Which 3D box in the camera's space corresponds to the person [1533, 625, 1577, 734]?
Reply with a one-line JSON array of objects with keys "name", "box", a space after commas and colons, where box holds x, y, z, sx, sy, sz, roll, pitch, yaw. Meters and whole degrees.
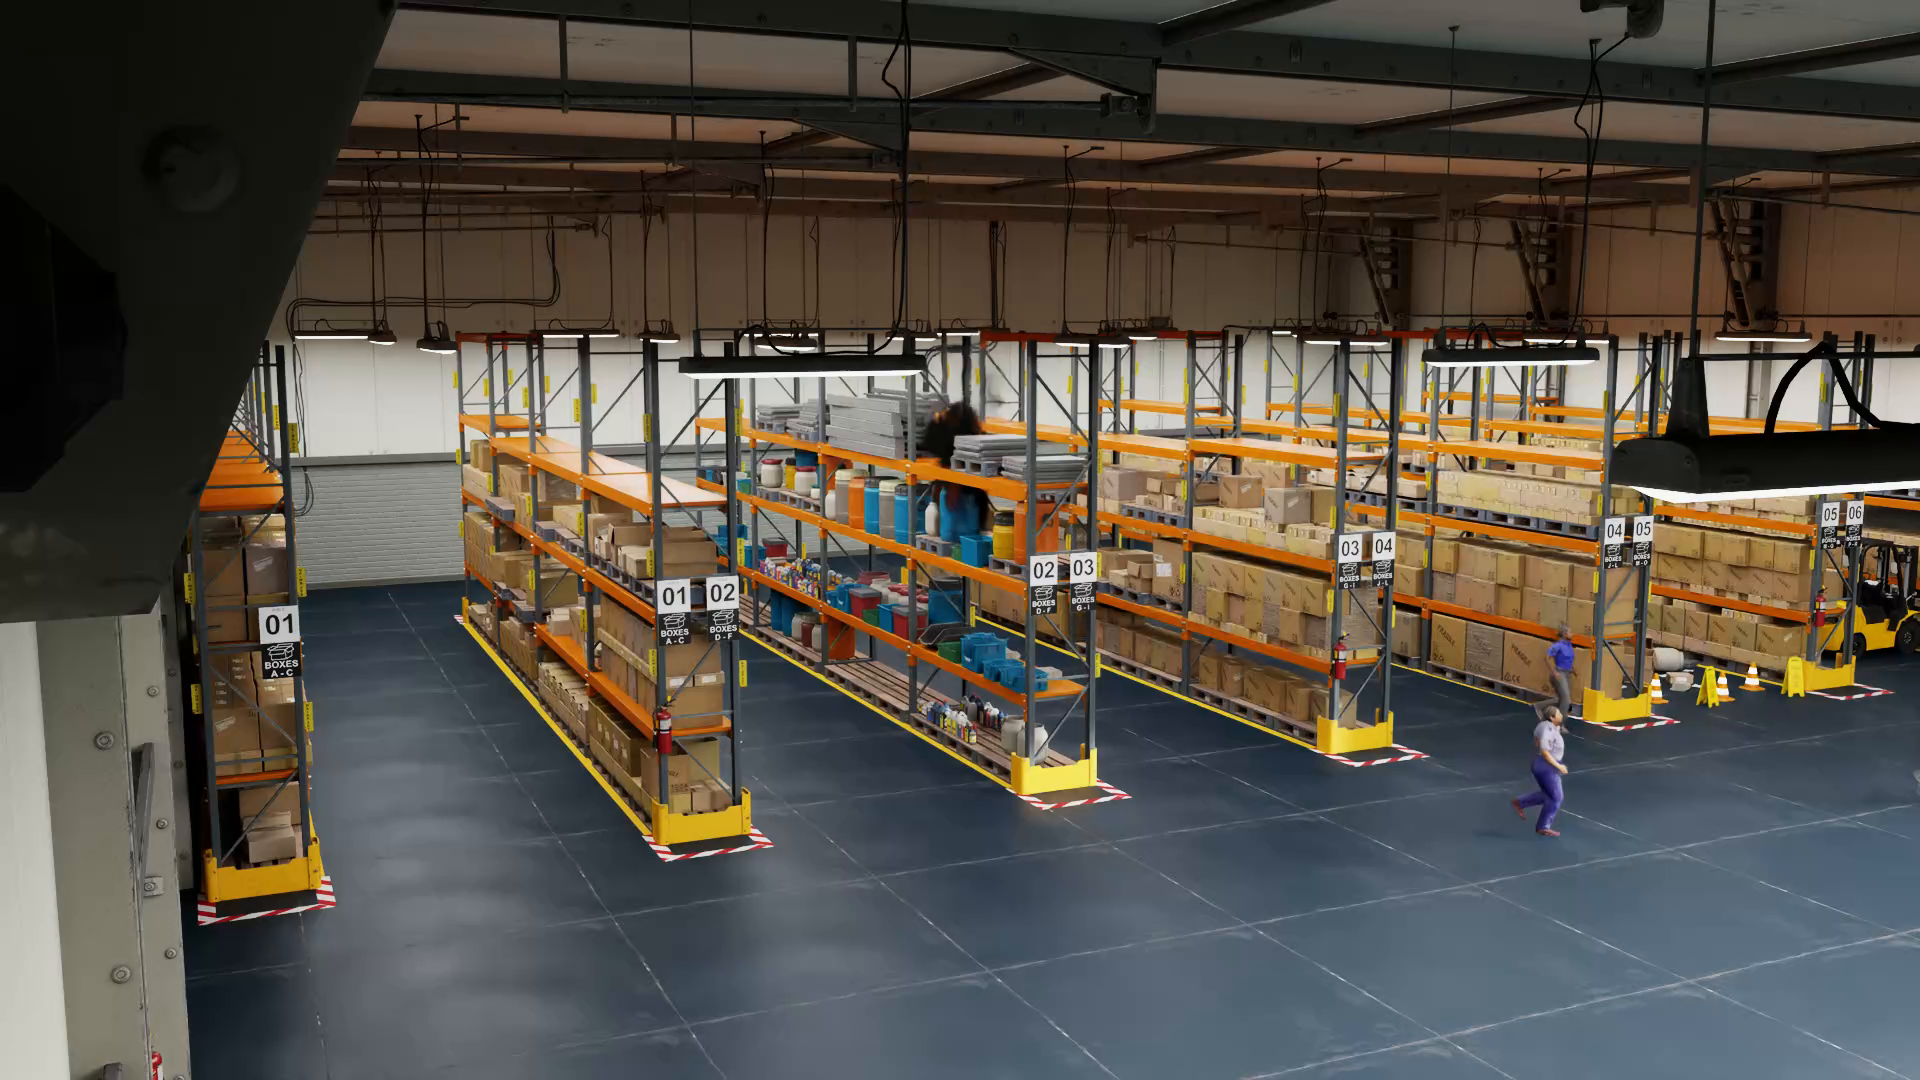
[{"name": "person", "box": [9.203, 2.118, 25.598, 0.624, 1.629, 0.691, -7, 10, -42]}]

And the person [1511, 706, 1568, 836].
[{"name": "person", "box": [7.098, 2.811, 20.369, 0.625, 1.625, 0.610, 2, 8, 12]}]
